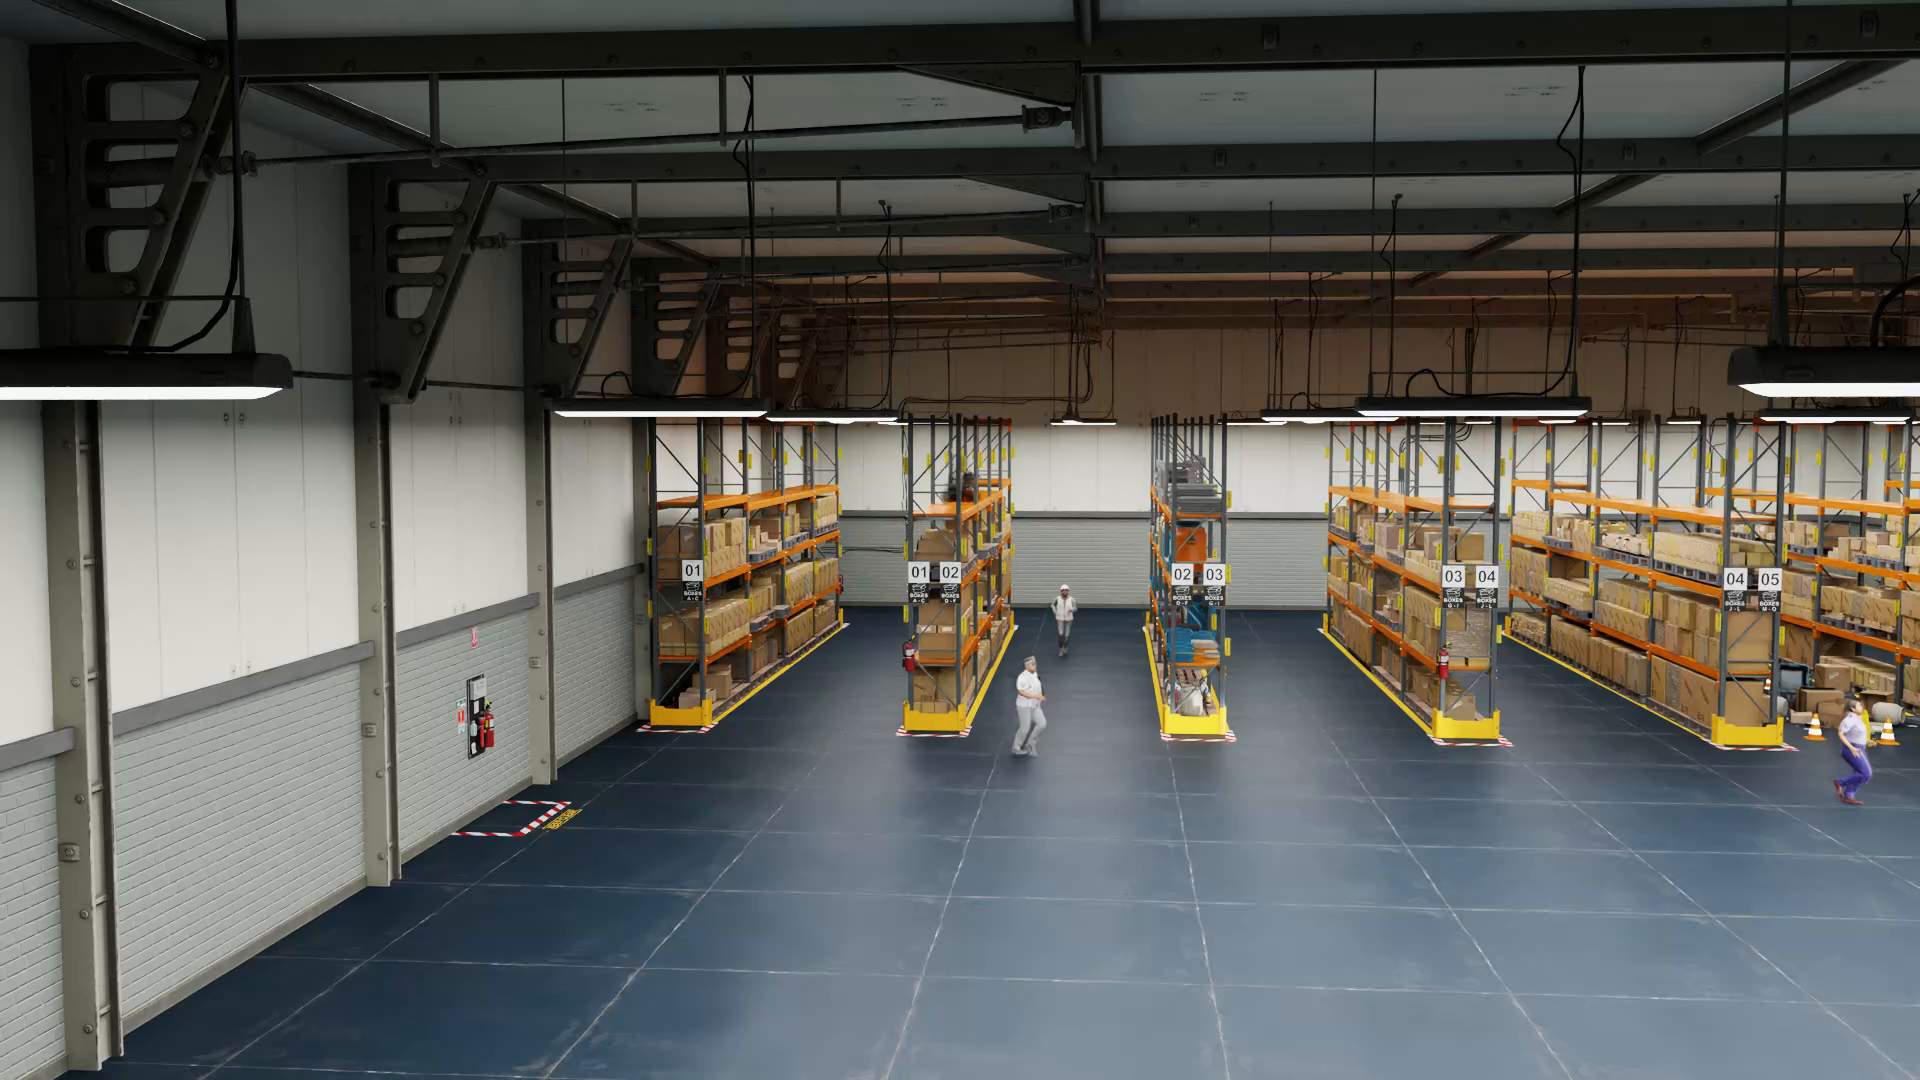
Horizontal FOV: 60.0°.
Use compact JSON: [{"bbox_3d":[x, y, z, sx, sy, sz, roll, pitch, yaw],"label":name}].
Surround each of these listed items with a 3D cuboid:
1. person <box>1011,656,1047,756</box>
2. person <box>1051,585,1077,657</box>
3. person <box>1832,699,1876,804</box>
[{"bbox_3d":[1.241,2.912,28.951,0.718,1.822,0.683,3,5,37],"label":"person"},{"bbox_3d":[2.629,2.041,41.883,0.646,1.833,0.679,0,4,-1],"label":"person"},{"bbox_3d":[13.622,3.235,25.309,0.547,1.581,0.607,3,5,36],"label":"person"}]
